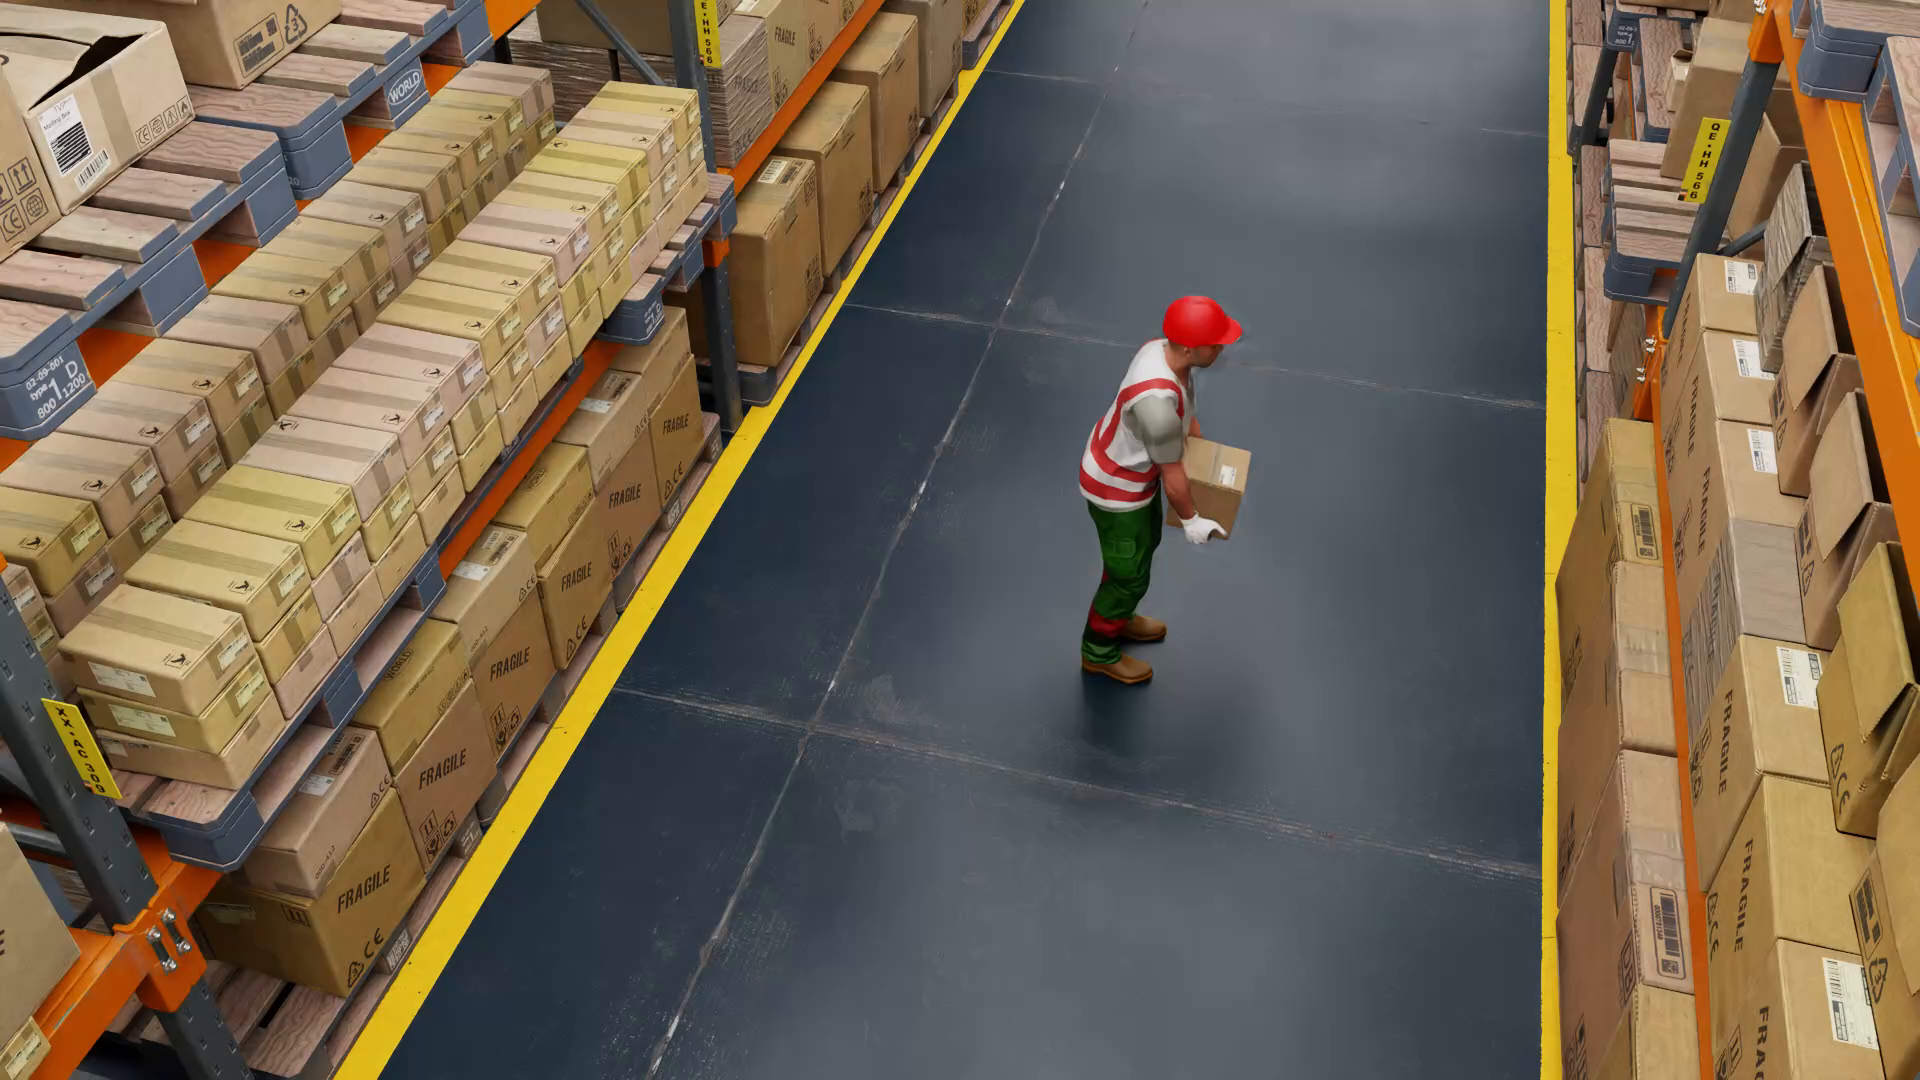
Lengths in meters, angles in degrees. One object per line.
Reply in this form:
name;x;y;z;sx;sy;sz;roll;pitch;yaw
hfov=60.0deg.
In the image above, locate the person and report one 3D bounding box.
person;0.756;-0.194;6.398;0.592;1.745;0.488;9;42;11
